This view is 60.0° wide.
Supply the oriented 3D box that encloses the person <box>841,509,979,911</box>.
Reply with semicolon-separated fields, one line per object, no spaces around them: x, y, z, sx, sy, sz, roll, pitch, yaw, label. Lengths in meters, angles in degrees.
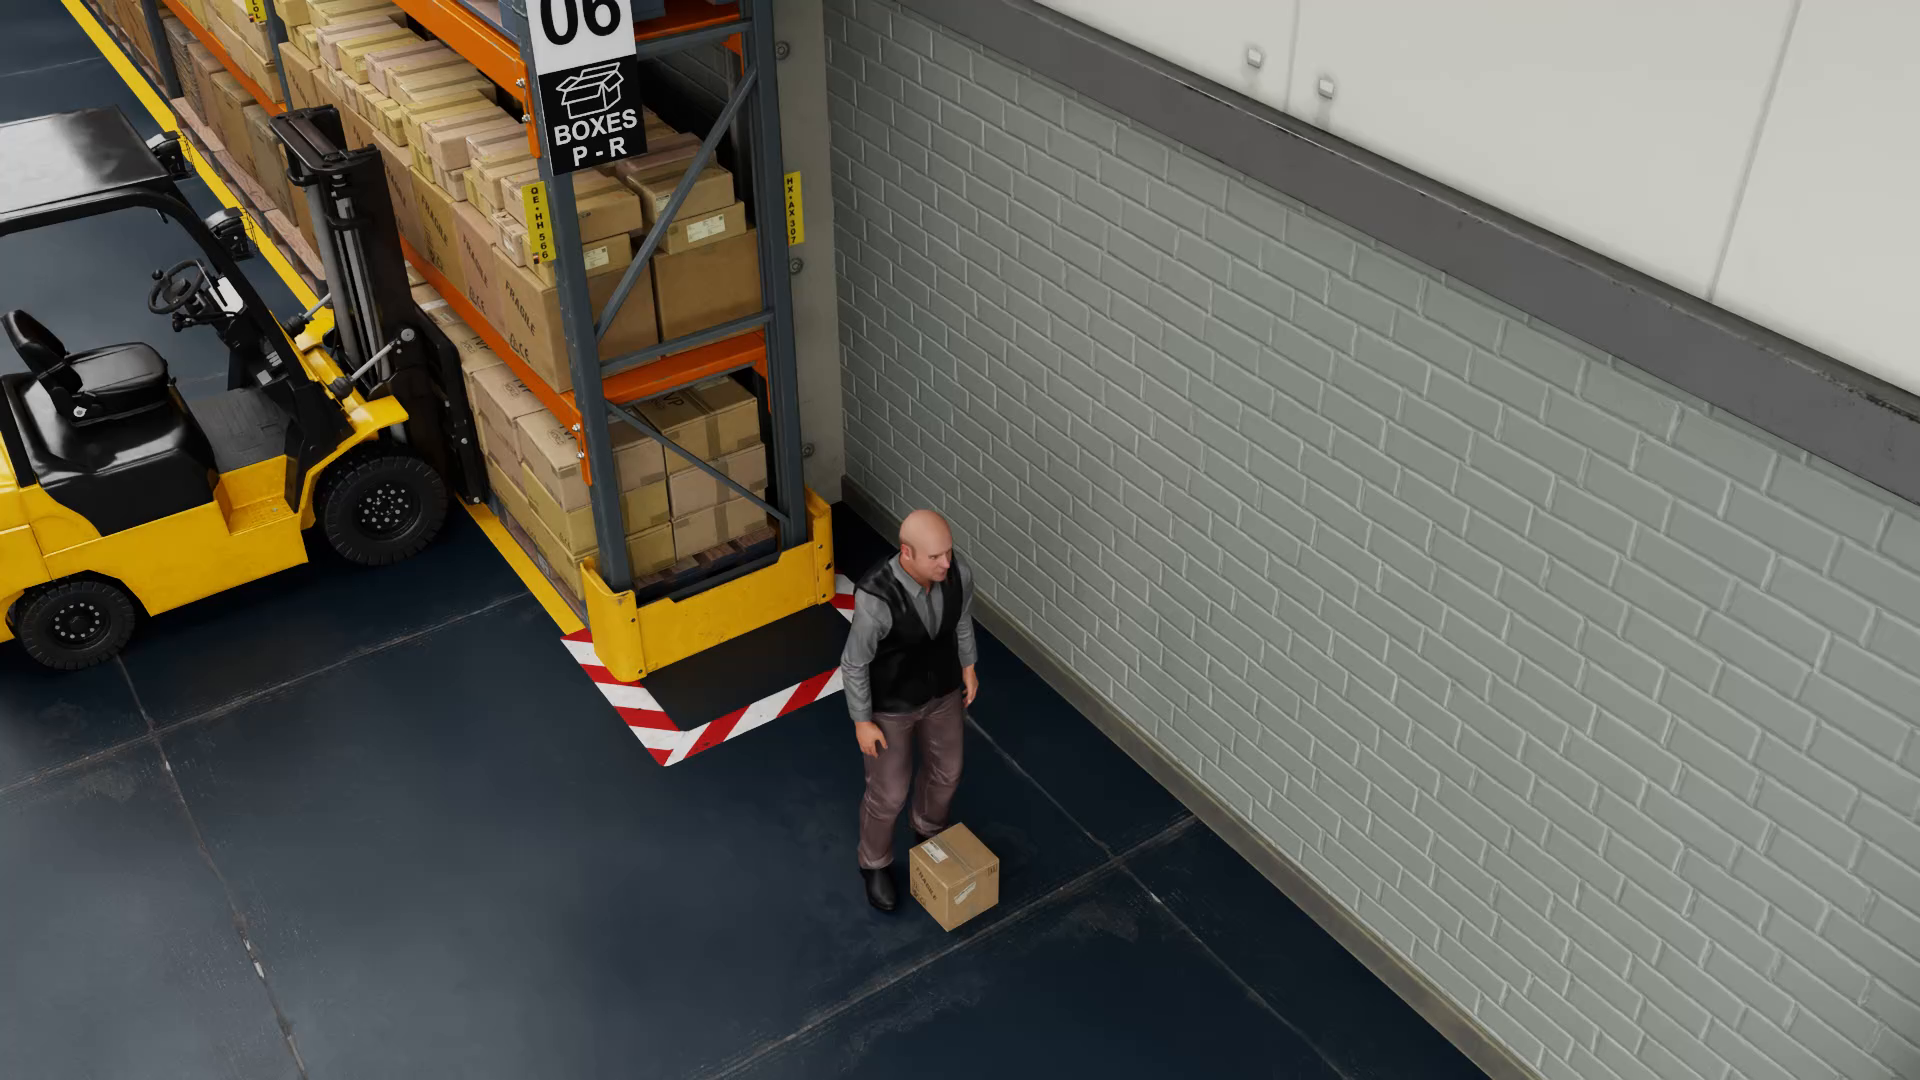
-0.185;0.622;6.259;0.593;1.617;0.419;-25;43;-30;person
